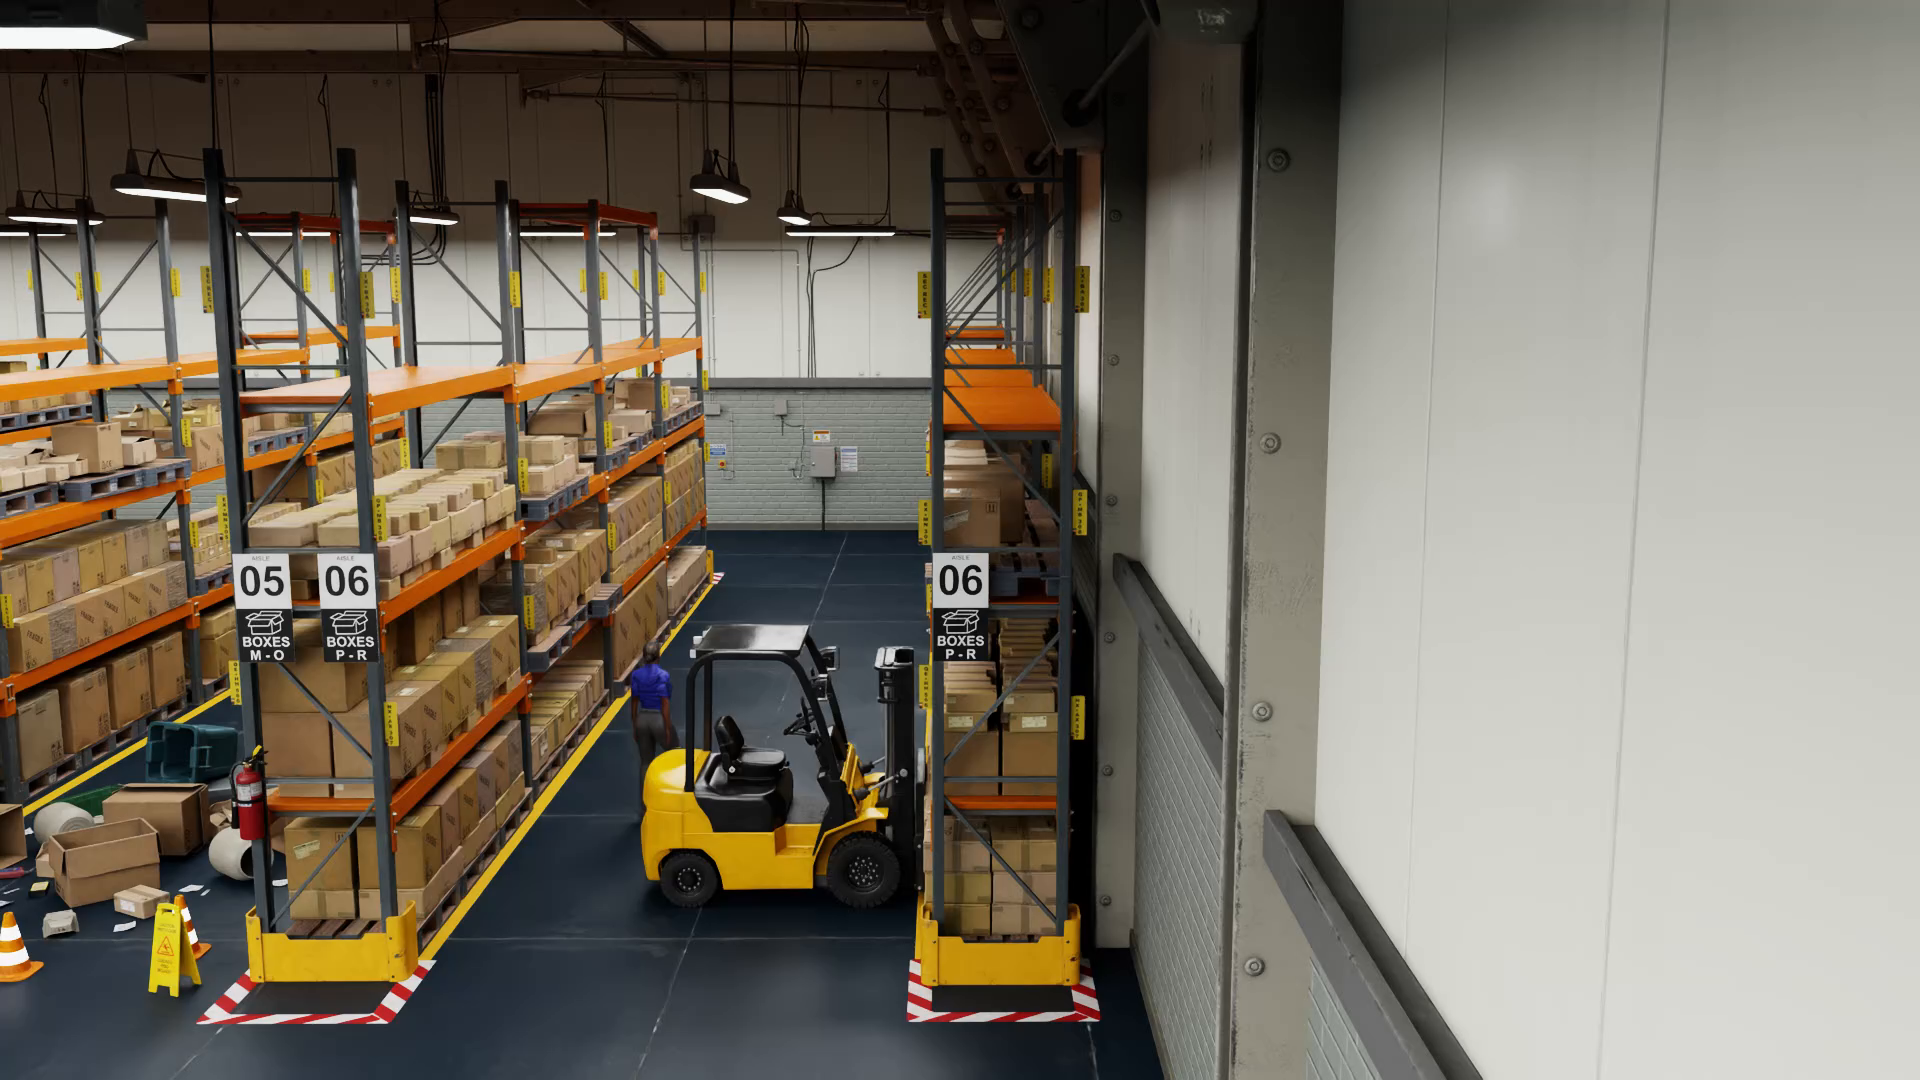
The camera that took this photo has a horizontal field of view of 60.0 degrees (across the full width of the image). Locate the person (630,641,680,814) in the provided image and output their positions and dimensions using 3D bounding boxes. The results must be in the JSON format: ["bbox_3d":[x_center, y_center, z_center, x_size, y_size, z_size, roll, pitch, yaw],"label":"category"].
[{"bbox_3d":[-2.950,1.800,16.026,0.501,1.644,0.448,3,9,16],"label":"person"}]
